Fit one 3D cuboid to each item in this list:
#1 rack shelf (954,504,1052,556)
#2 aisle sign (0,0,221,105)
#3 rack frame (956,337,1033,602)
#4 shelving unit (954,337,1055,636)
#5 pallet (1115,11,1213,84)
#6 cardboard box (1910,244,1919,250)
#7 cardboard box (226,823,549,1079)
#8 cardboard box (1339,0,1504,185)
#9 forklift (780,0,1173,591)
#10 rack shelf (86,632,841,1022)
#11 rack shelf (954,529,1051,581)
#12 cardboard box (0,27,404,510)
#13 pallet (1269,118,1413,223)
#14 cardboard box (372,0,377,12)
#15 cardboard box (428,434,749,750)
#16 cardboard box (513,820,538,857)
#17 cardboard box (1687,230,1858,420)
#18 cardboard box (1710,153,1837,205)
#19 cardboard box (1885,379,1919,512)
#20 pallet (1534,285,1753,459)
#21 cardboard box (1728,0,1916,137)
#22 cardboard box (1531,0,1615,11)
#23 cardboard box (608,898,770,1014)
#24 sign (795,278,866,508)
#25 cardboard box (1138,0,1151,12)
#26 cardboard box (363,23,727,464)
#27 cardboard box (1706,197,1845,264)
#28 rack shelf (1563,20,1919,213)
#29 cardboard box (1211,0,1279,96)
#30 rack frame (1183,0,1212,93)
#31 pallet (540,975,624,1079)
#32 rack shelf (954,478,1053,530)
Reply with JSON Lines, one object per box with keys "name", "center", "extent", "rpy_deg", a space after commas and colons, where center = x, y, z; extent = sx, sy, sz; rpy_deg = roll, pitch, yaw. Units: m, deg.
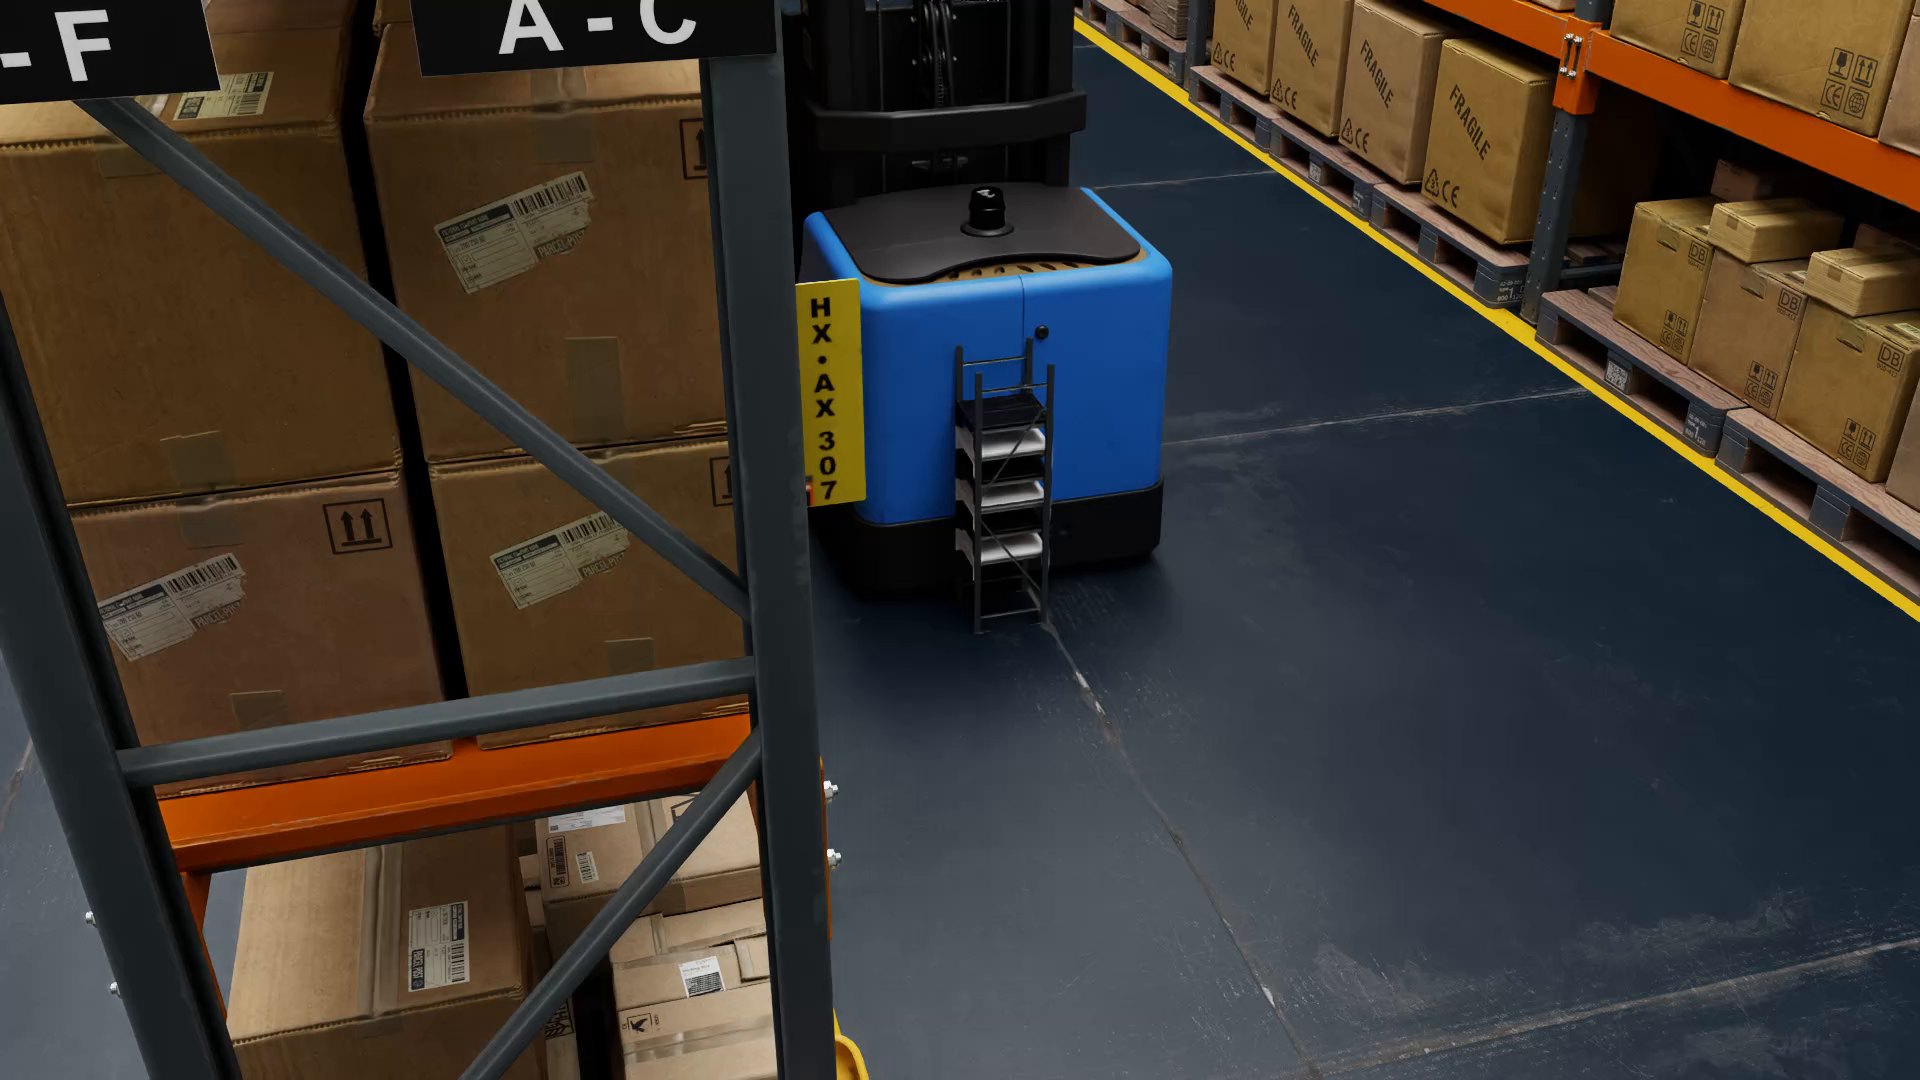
{"name": "rack shelf", "center": [0.132, -0.049, 5.183], "extent": [0.258, 0.077, 0.200], "rpy_deg": [-8, 31, -14]}
{"name": "aisle sign", "center": [-0.980, -0.796, 1.535], "extent": [0.394, 0.787, 0.004], "rpy_deg": [-8, 31, -13]}
{"name": "rack frame", "center": [0.104, -0.205, 5.205], "extent": [0.240, 0.900, 0.006], "rpy_deg": [-8, 31, -14]}
{"name": "shelving unit", "center": [0.132, -0.156, 5.121], "extent": [0.258, 0.900, 0.210], "rpy_deg": [-8, 31, -14]}
{"name": "pallet", "center": [1.743, -3.439, 11.481], "extent": [1.003, 0.211, 1.213], "rpy_deg": [-8, 31, -13]}
{"name": "cardboard box", "center": [3.542, -0.935, 5.800], "extent": [0.380, 0.149, 0.250], "rpy_deg": [-8, 31, -13]}
{"name": "cardboard box", "center": [-1.084, 0.917, 3.227], "extent": [0.500, 0.500, 0.500], "rpy_deg": [-8, 31, -13]}
{"name": "cardboard box", "center": [2.474, -2.313, 8.479], "extent": [0.750, 0.750, 0.750], "rpy_deg": [-7, 31, -12]}
{"name": "forklift", "center": [-0.219, -1.830, 5.986], "extent": [1.130, 2.935, 3.031], "rpy_deg": [-8, 31, -14]}
{"name": "rack shelf", "center": [-1.233, -0.399, 4.163], "extent": [1.077, 0.370, 4.000], "rpy_deg": [-8, 31, -13]}
{"name": "rack shelf", "center": [0.132, 0.029, 5.228], "extent": [0.258, 0.077, 0.200], "rpy_deg": [-8, 31, -14]}
{"name": "cardboard box", "center": [-1.086, -0.399, 2.346], "extent": [0.500, 0.500, 0.500], "rpy_deg": [-8, 31, -14]}
{"name": "pallet", "center": [2.406, -2.083, 9.138], "extent": [1.003, 0.211, 1.213], "rpy_deg": [-8, 31, -13]}
{"name": "cardboard box", "center": [-1.363, -0.892, 3.199], "extent": [0.500, 0.500, 0.500], "rpy_deg": [-7, 31, -12]}
{"name": "cardboard box", "center": [-0.566, -0.037, 2.720], "extent": [0.500, 0.500, 0.500], "rpy_deg": [-7, 31, -12]}
{"name": "cardboard box", "center": [-1.307, 0.563, 4.089], "extent": [0.500, 0.250, 0.500], "rpy_deg": [-8, 31, -13]}
{"name": "cardboard box", "center": [3.241, -0.819, 6.246], "extent": [0.700, 0.500, 0.500], "rpy_deg": [-8, 31, -14]}
{"name": "cardboard box", "center": [3.264, -1.439, 6.670], "extent": [0.380, 0.149, 0.250], "rpy_deg": [-8, 31, -14]}
{"name": "cardboard box", "center": [3.524, -0.314, 5.374], "extent": [0.700, 0.500, 0.500], "rpy_deg": [-9, 31, -15]}
{"name": "pallet", "center": [3.137, -0.752, 6.839], "extent": [1.003, 0.211, 1.213], "rpy_deg": [-8, 31, -13]}
{"name": "cardboard box", "center": [3.328, -1.849, 5.651], "extent": [0.980, 0.700, 0.700], "rpy_deg": [-9, 31, -15]}
{"name": "cardboard box", "center": [2.648, -2.362, 7.068], "extent": [0.380, 0.149, 0.250], "rpy_deg": [-8, 31, -13]}
{"name": "cardboard box", "center": [-0.548, 0.923, 3.550], "extent": [0.380, 0.166, 0.250], "rpy_deg": [-8, 31, -13]}
{"name": "sign", "center": [-0.179, -0.191, 2.222], "extent": [0.100, 0.325, 0.005], "rpy_deg": [-8, 31, -13]}
{"name": "cardboard box", "center": [1.683, -3.982, 11.692], "extent": [0.700, 0.500, 0.500], "rpy_deg": [-8, 31, -13]}
{"name": "cardboard box", "center": [-0.566, -0.470, 2.469], "extent": [0.500, 0.500, 0.500], "rpy_deg": [-7, 31, -12]}
{"name": "cardboard box", "center": [3.026, -1.153, 6.176], "extent": [0.380, 0.149, 0.250], "rpy_deg": [-7, 31, -12]}
{"name": "rack shelf", "center": [3.542, -1.059, 5.304], "extent": [1.077, 0.370, 4.000], "rpy_deg": [-8, 31, -13]}
{"name": "cardboard box", "center": [2.018, -3.147, 9.920], "extent": [0.750, 0.750, 0.750], "rpy_deg": [-8, 31, -14]}
{"name": "rack frame", "center": [1.949, -4.268, 10.130], "extent": [1.000, 3.000, 0.127], "rpy_deg": [-8, 31, -13]}
{"name": "pallet", "center": [-0.935, 1.041, 3.741], "extent": [1.003, 0.211, 1.213], "rpy_deg": [-8, 31, -13]}
{"name": "rack shelf", "center": [0.132, -0.127, 5.137], "extent": [0.258, 0.077, 0.200], "rpy_deg": [-8, 31, -14]}
